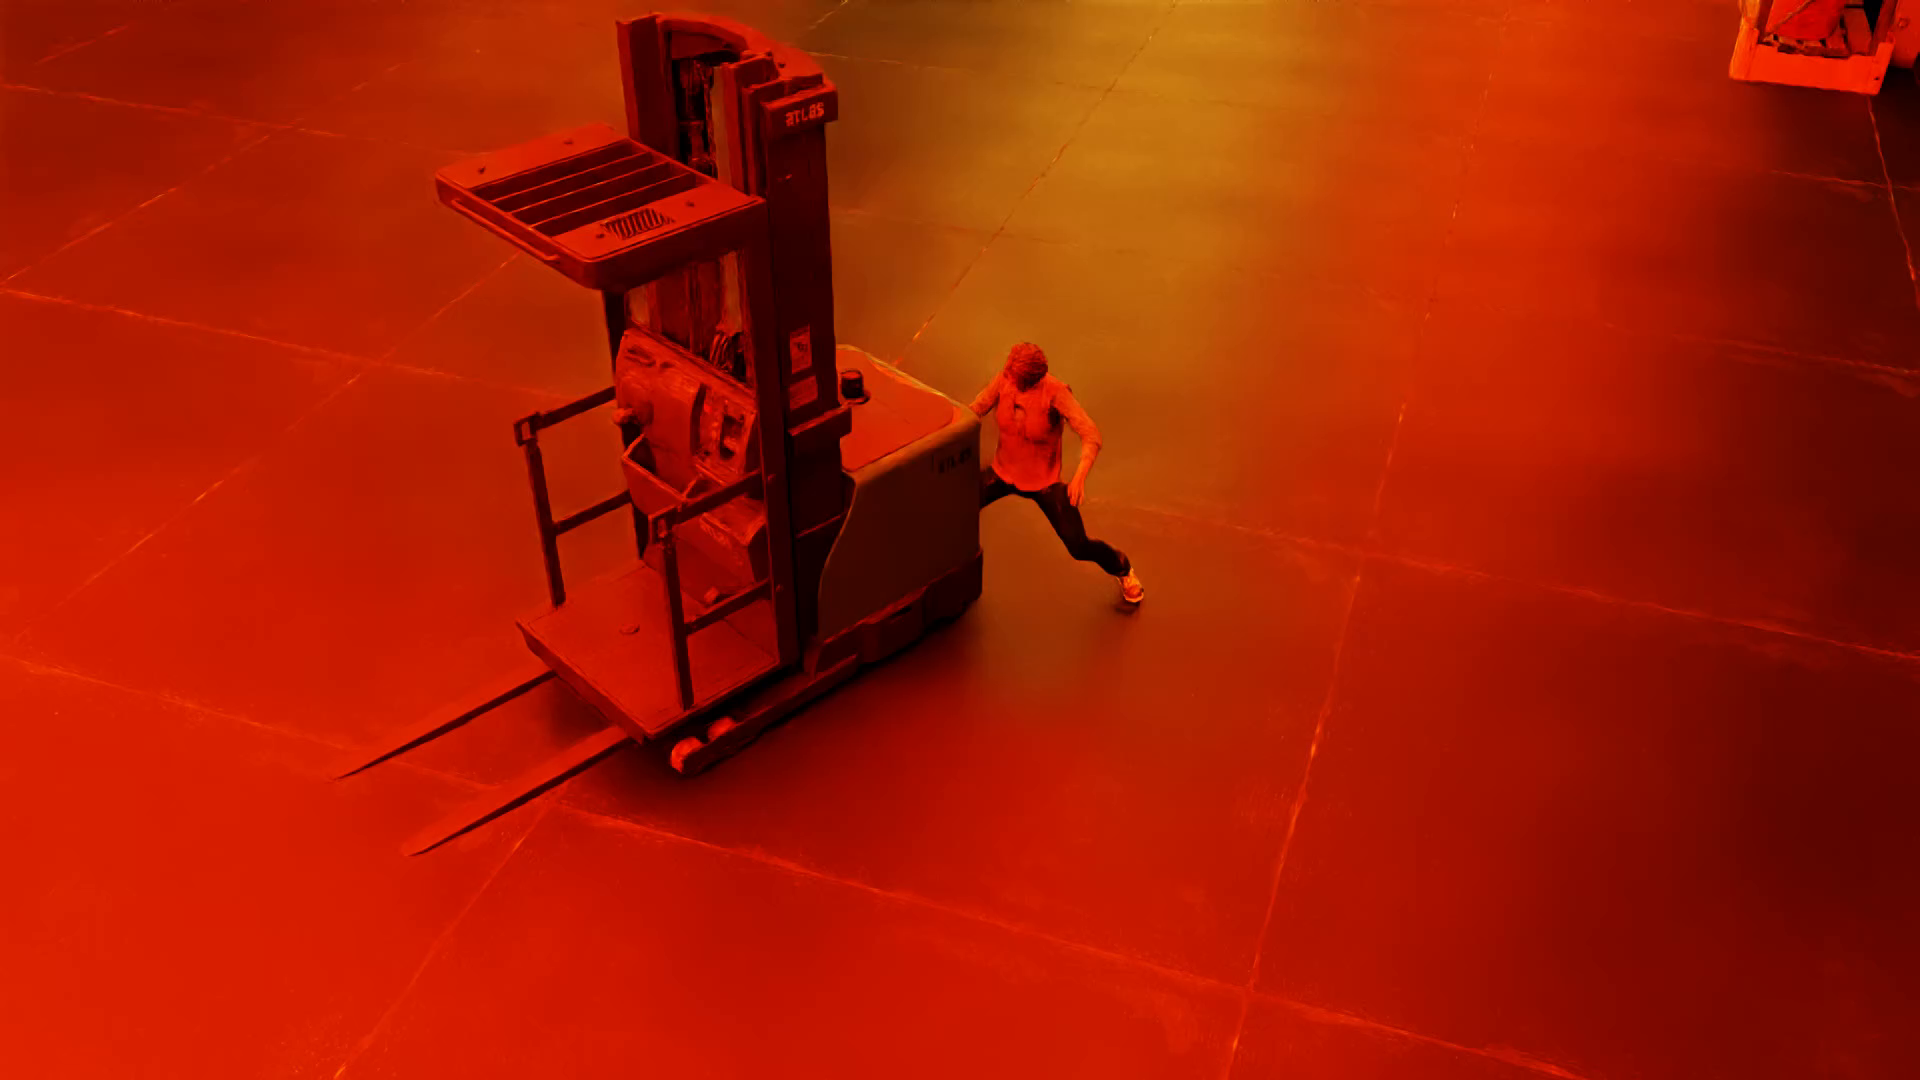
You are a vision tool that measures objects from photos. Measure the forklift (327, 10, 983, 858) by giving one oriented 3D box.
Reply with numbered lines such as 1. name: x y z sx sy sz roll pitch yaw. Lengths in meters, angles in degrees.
1. forklift: -1.306 -0.515 6.837 3.031 2.935 1.130 -29 44 -34

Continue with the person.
1. person: 0.291 -0.269 7.806 1.085 1.411 0.869 17 39 22
